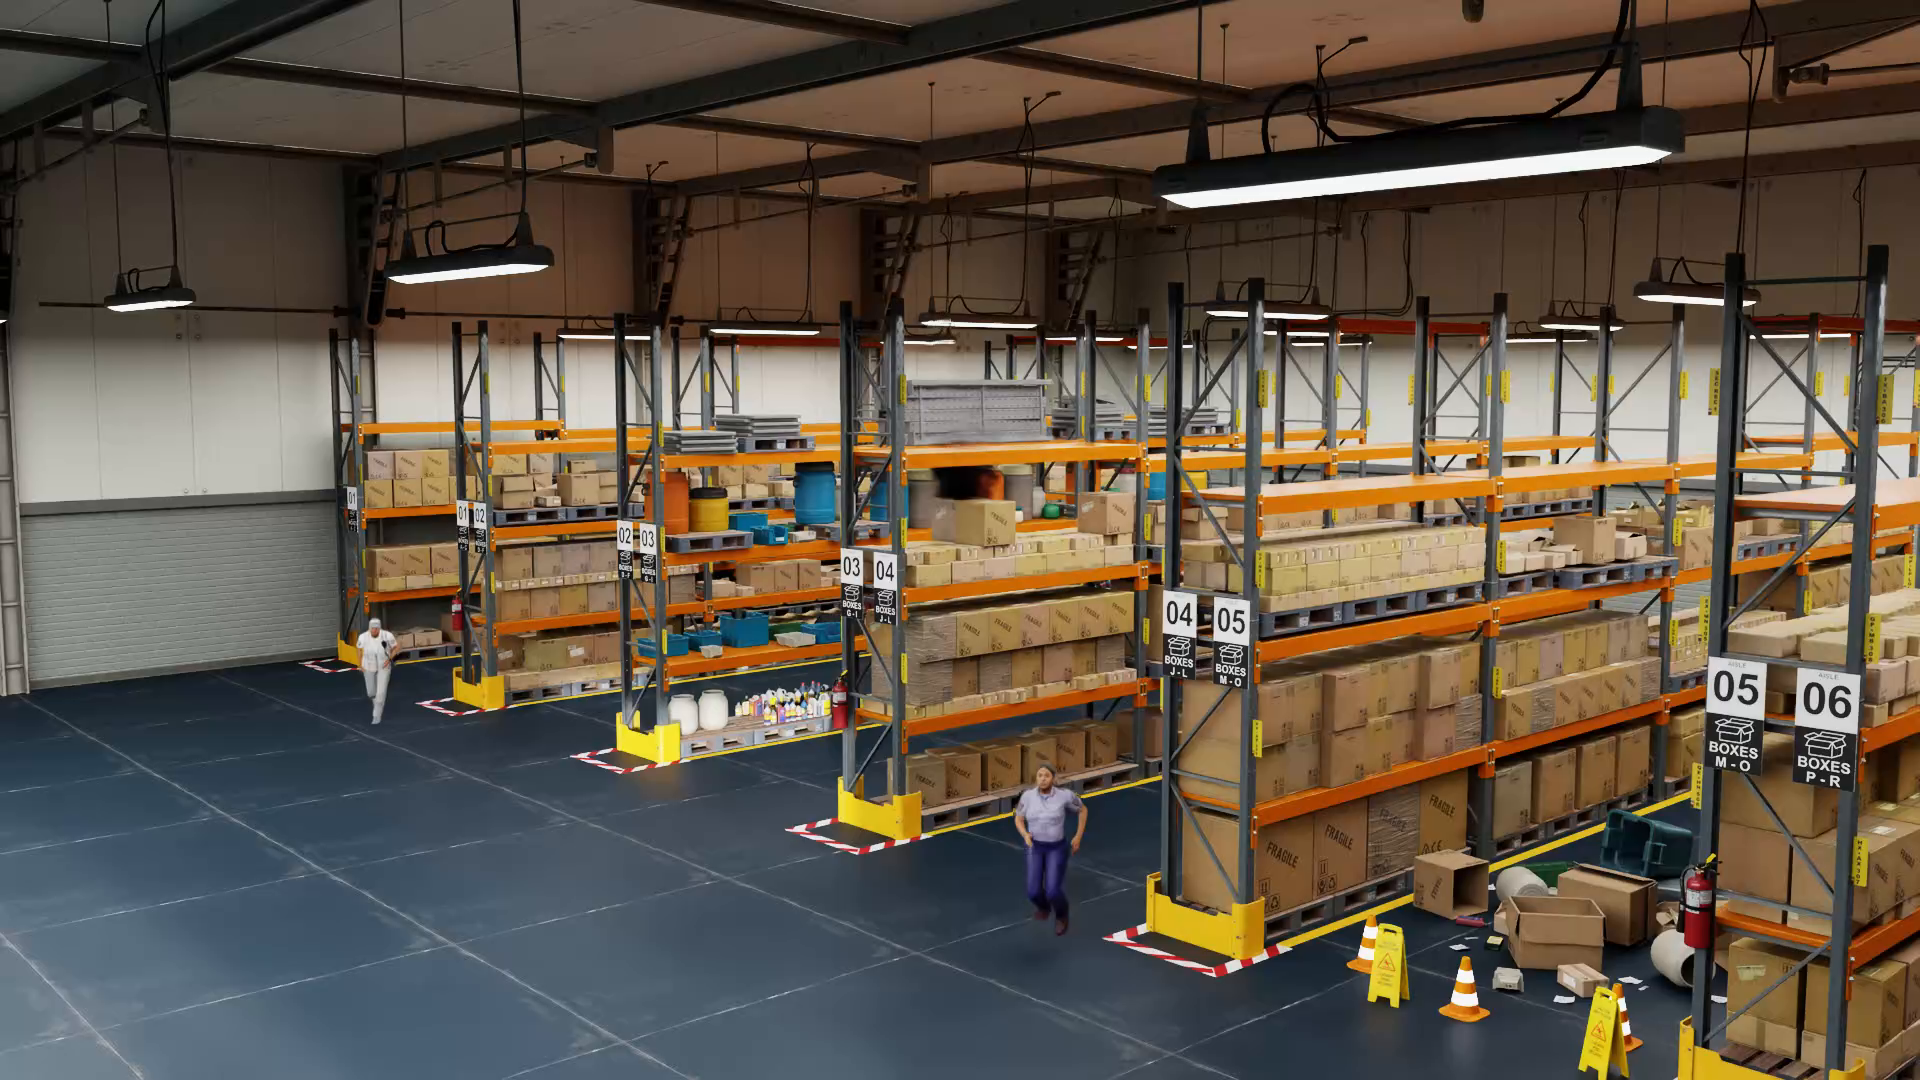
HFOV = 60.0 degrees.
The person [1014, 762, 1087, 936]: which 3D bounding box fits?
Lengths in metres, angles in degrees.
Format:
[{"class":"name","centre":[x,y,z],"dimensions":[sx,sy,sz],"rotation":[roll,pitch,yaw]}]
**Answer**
[{"class":"person","centre":[0.786,2.779,14.844],"dimensions":[0.628,1.595,0.604],"rotation":[2,6,15]}]

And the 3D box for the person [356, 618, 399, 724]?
[{"class":"person","centre":[-8.717,1.936,24.912],"dimensions":[0.600,1.606,0.850],"rotation":[-2,6,-19]}]
